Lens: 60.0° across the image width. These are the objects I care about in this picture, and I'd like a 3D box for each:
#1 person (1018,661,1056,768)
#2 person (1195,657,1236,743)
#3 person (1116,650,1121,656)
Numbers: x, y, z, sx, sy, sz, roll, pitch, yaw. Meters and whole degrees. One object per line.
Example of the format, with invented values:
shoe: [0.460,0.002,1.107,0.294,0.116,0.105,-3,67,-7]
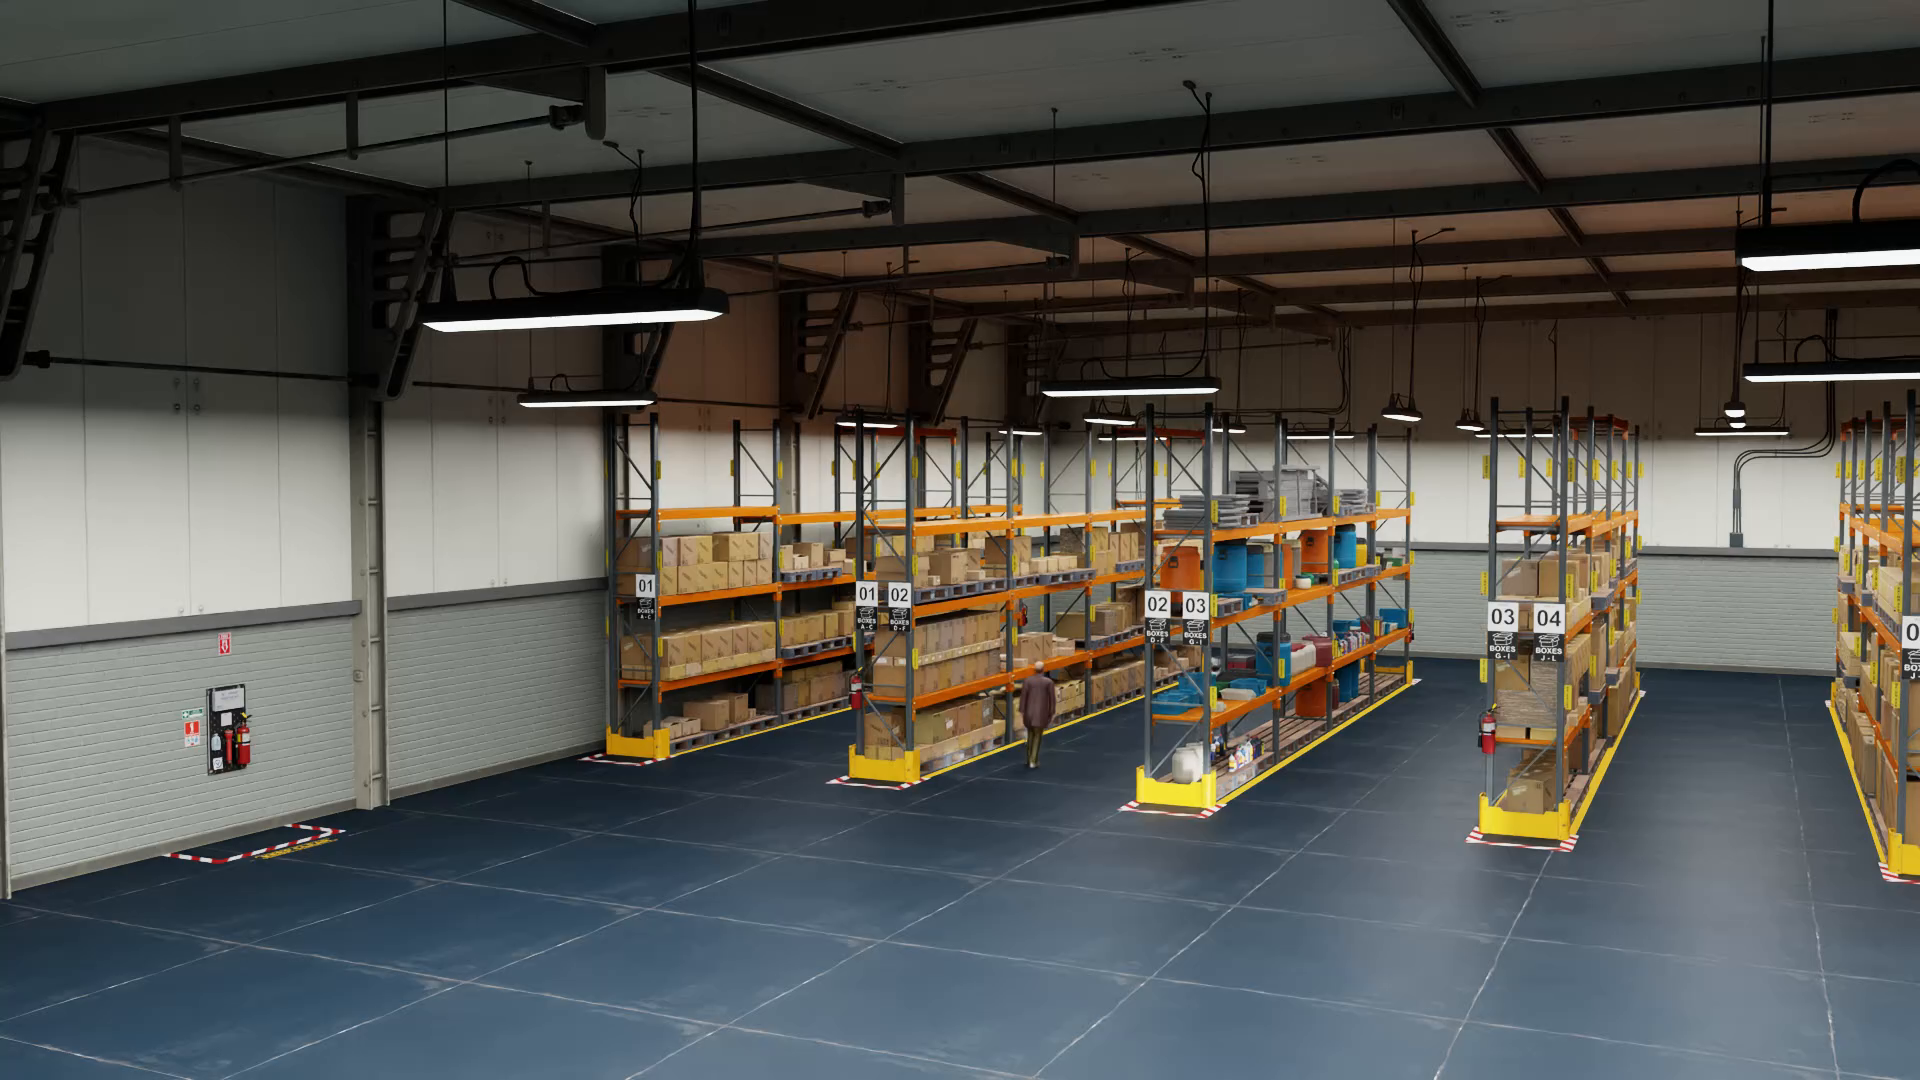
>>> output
person: [1.294,2.963,27.970,0.592,1.834,0.607,1,3,20]
person: [4.505,2.910,29.711,0.894,1.638,0.491,1,3,25]
person: [3.745,2.417,41.042,0.535,1.649,1.058,1,3,23]
